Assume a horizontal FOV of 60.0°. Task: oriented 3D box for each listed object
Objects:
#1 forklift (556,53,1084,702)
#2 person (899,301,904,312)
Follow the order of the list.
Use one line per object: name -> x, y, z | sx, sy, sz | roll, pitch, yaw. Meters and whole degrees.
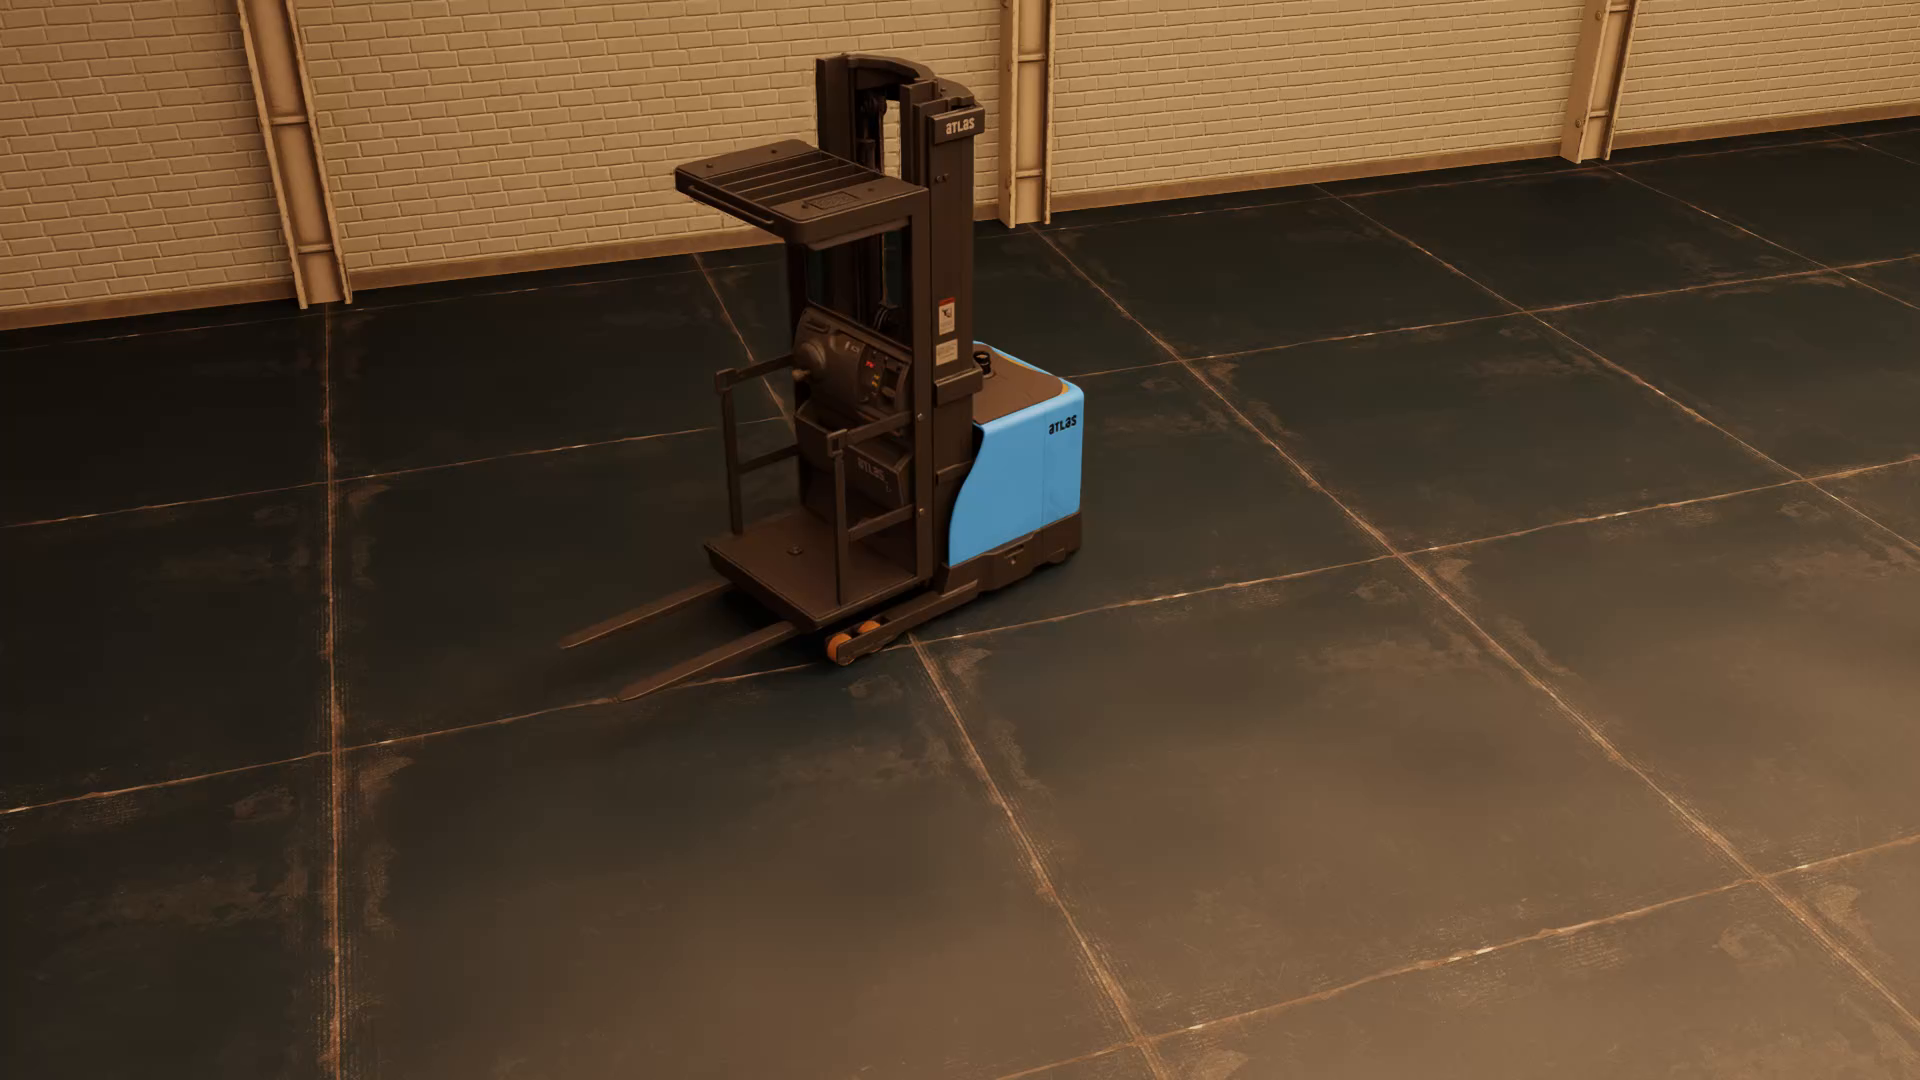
forklift -> -0.732, -0.898, 8.648 | 3.031, 2.935, 1.130 | -23, 37, -34
person -> -0.342, -0.967, 10.473 | 0.747, 1.286, 1.127 | -4, 30, -7
